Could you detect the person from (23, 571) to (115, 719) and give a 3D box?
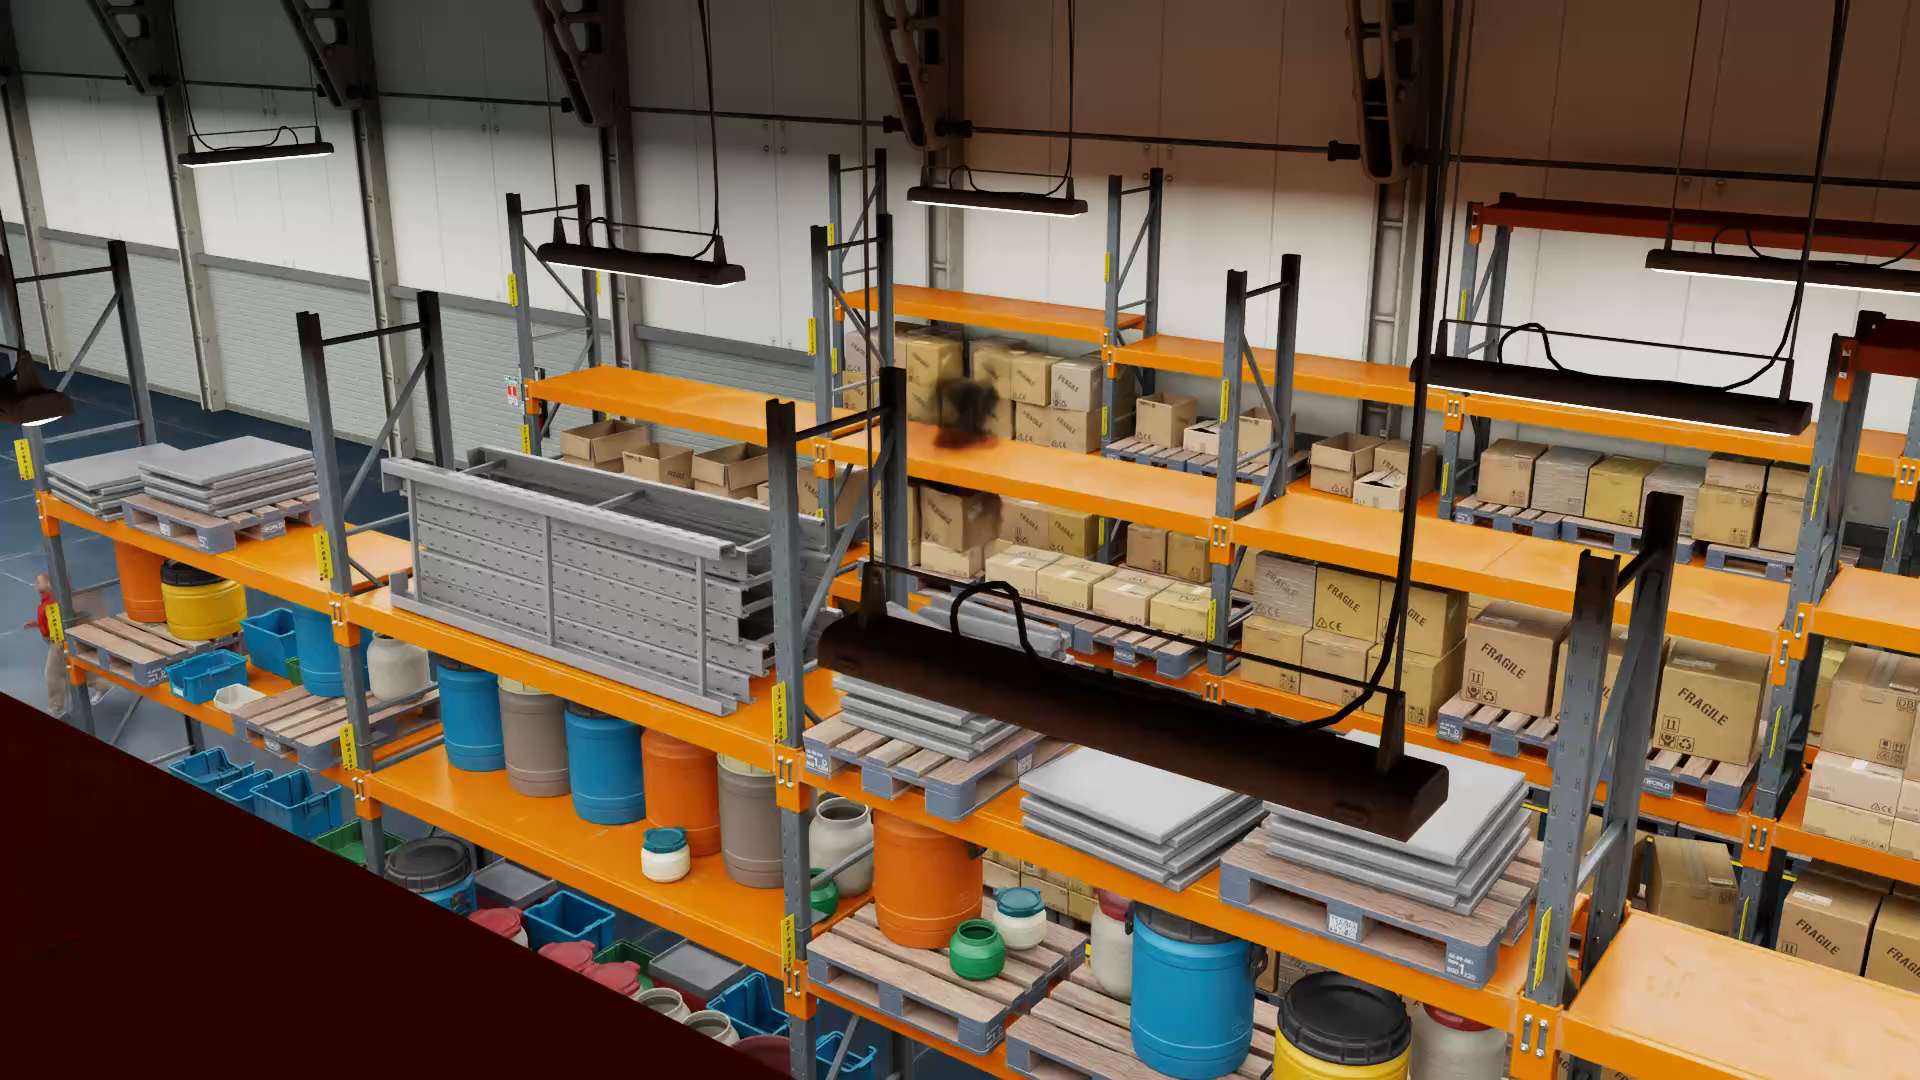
[{"bbox_3d":[-10.154,1.189,18.858,0.861,1.771,0.681,-11,22,-30],"label":"person"}]
